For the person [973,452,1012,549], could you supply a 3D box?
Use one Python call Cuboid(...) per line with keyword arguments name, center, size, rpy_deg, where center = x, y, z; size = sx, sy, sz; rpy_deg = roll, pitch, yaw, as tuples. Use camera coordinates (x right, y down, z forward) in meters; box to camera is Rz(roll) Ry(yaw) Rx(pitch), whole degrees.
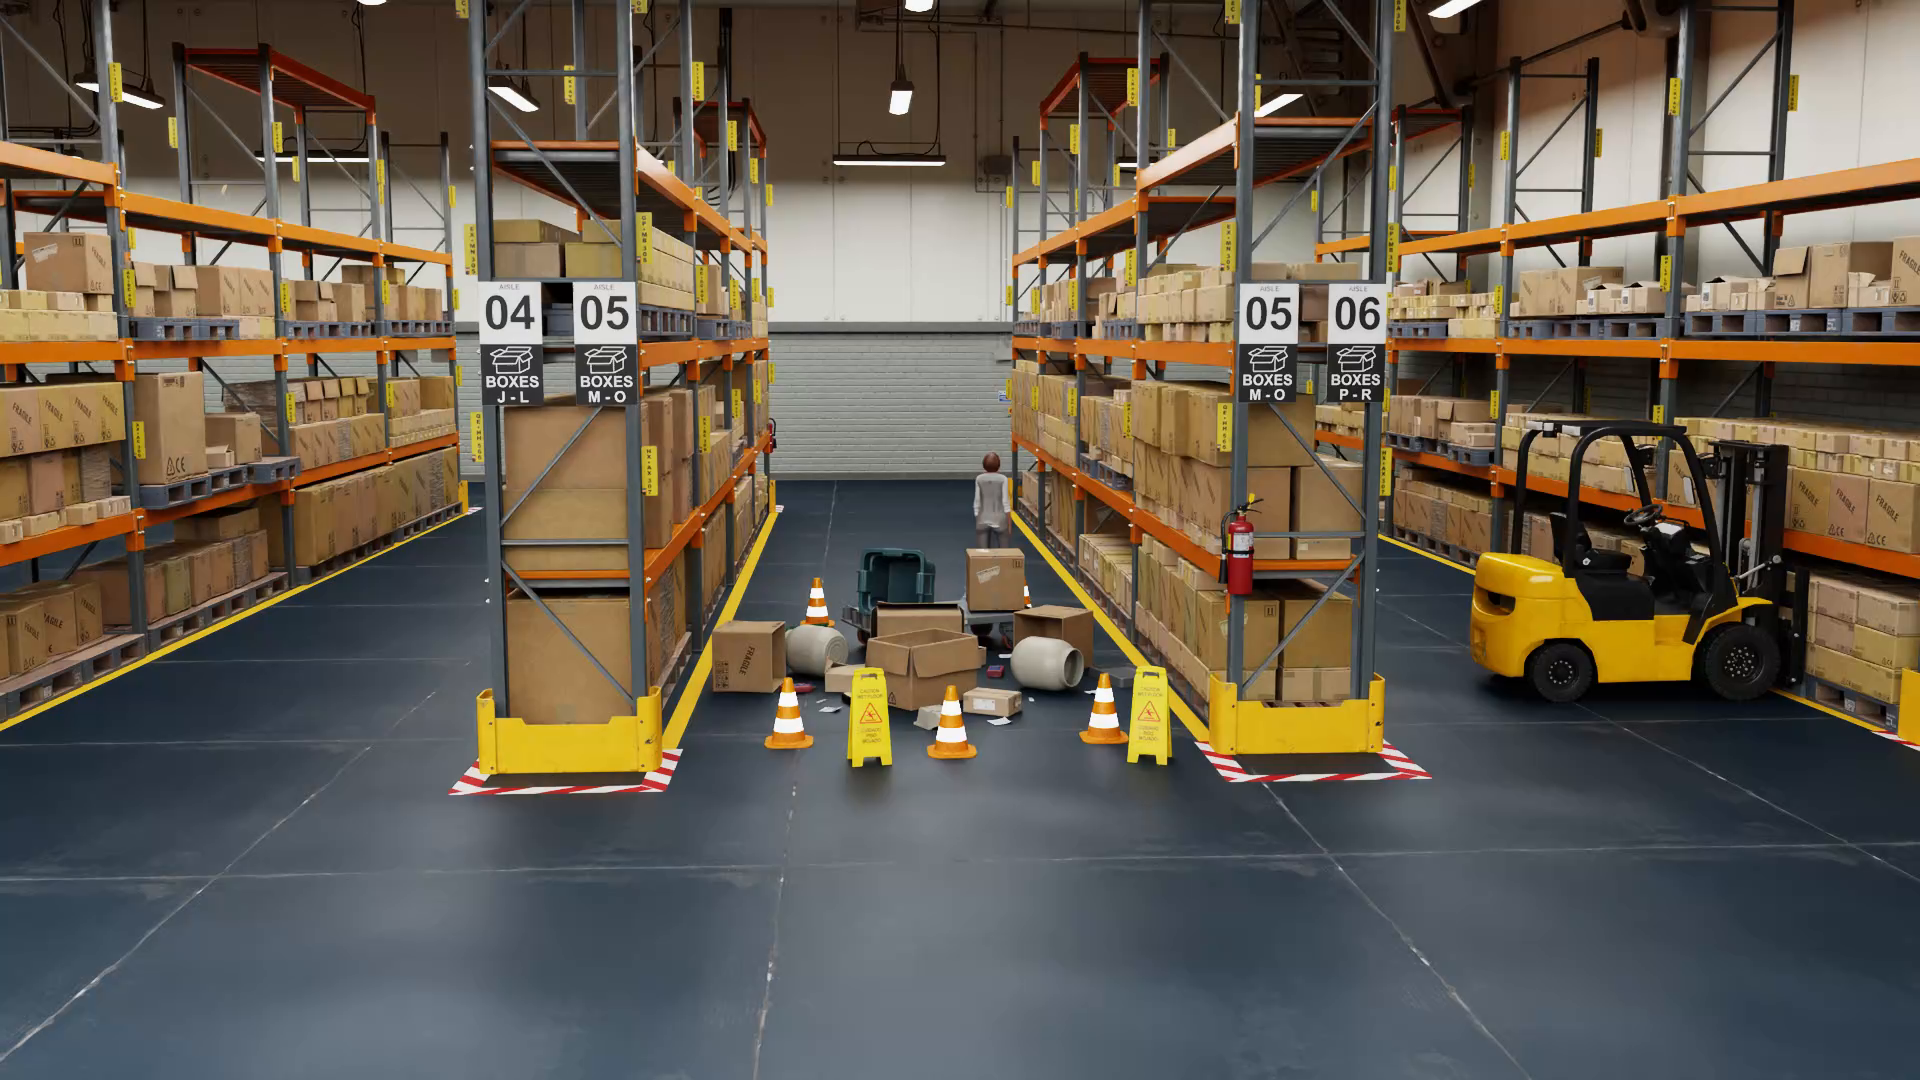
Cuboid(name="person", center=(0.371, -0.170, 18.142), size=(0.425, 1.598, 0.574), rpy_deg=(1, 7, 10))
